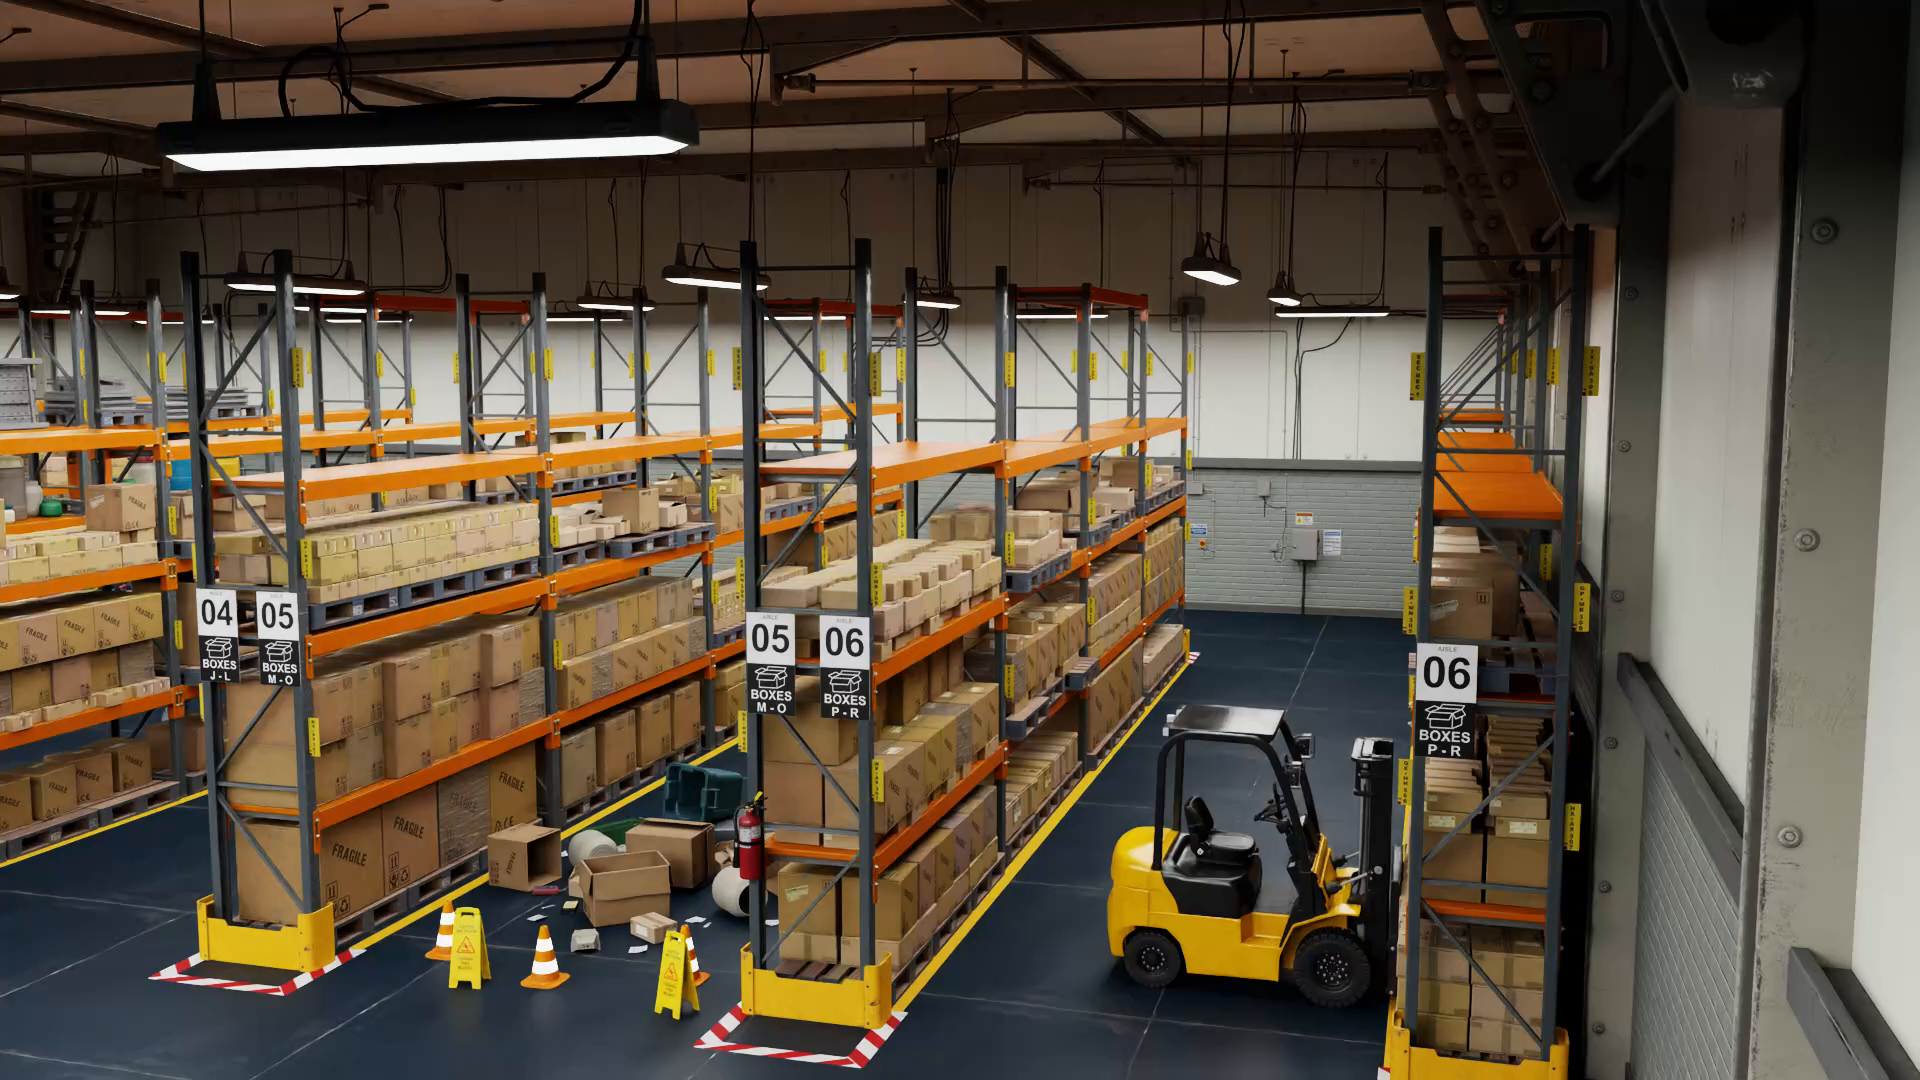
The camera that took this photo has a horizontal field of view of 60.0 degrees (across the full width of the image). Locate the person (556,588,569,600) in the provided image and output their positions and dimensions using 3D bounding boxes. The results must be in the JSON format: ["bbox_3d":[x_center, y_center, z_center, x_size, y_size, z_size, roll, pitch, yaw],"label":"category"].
[{"bbox_3d":[-6.093,1.447,25.830,0.642,1.686,0.627,3,7,23],"label":"person"}]

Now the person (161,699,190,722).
[{"bbox_3d":[-10.302,1.840,21.840,0.611,1.761,0.478,2,7,15],"label":"person"}]
